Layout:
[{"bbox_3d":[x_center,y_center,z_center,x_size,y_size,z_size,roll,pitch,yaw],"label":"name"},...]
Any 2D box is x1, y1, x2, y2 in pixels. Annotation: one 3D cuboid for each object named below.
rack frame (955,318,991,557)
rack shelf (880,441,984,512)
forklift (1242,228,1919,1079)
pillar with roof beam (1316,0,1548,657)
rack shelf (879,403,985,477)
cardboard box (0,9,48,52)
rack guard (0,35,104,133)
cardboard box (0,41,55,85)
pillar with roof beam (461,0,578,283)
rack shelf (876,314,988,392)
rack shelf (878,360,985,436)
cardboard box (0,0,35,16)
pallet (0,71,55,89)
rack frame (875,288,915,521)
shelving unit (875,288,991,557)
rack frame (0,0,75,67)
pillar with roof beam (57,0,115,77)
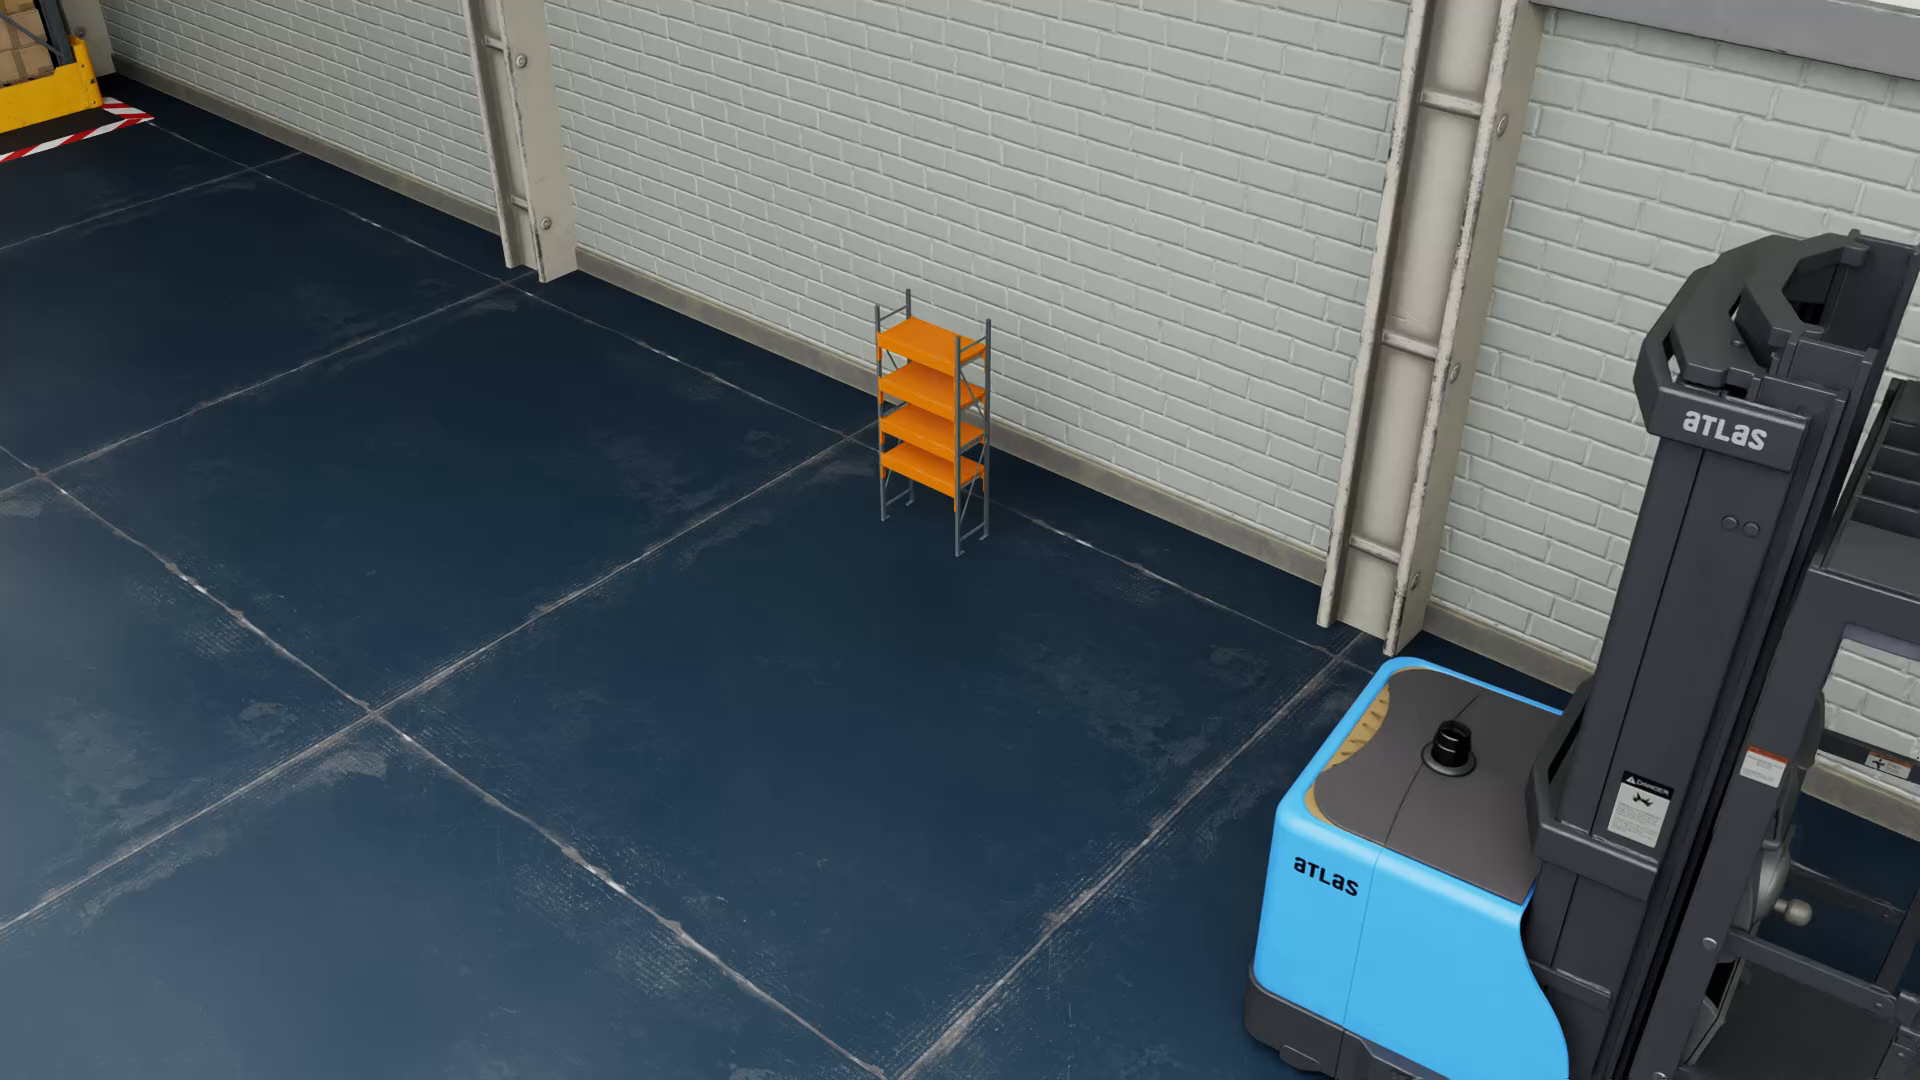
[{"bbox_3d":[0.060,-0.466,7.869,0.015,1.200,0.240,25,42,32],"label":"rack frame"},{"bbox_3d":[-0.127,-0.335,8.148,0.480,0.148,0.258,25,42,32],"label":"rack shelf"},{"bbox_3d":[2.477,0.754,4.564,3.031,2.935,1.130,21,40,28],"label":"forklift"},{"bbox_3d":[-0.859,-1.446,2.407,0.400,9.000,9.100,25,42,32],"label":"pillar with roof beam"},{"bbox_3d":[-0.127,-0.499,8.036,0.480,0.148,0.258,25,42,32],"label":"rack shelf"},{"bbox_3d":[-7.597,-4.055,13.121,0.500,0.250,0.500,26,42,33],"label":"cardboard box"},{"bbox_3d":[-7.350,-3.509,12.918,0.348,0.500,1.175,25,42,32],"label":"rack guard"},{"bbox_3d":[-7.620,-3.851,13.266,0.500,0.250,0.500,25,42,32],"label":"cardboard box"},{"bbox_3d":[-5.470,-3.619,5.571,0.400,9.000,9.100,25,42,32],"label":"pillar with roof beam"},{"bbox_3d":[-0.127,-0.878,7.775,0.480,0.148,0.258,25,42,32],"label":"rack shelf"},{"bbox_3d":[-0.127,-0.683,7.909,0.480,0.148,0.258,25,42,32],"label":"rack shelf"},{"bbox_3d":[-7.616,-4.257,12.973,0.500,0.250,0.500,25,41,31],"label":"cardboard box"},{"bbox_3d":[-7.983,-3.658,13.390,1.213,0.211,1.003,25,42,32],"label":"pallet"},{"bbox_3d":[-0.315,-0.643,8.126,0.015,1.200,0.240,25,42,32],"label":"rack frame"},{"bbox_3d":[-0.127,-0.555,7.998,0.503,1.200,0.258,25,42,32],"label":"shelving unit"},{"bbox_3d":[-7.368,-4.548,12.223,0.127,3.000,1.000,25,42,32],"label":"rack frame"},{"bbox_3d":[-10.081,-5.793,8.736,0.400,9.000,9.100,25,42,32],"label":"pillar with roof beam"}]
